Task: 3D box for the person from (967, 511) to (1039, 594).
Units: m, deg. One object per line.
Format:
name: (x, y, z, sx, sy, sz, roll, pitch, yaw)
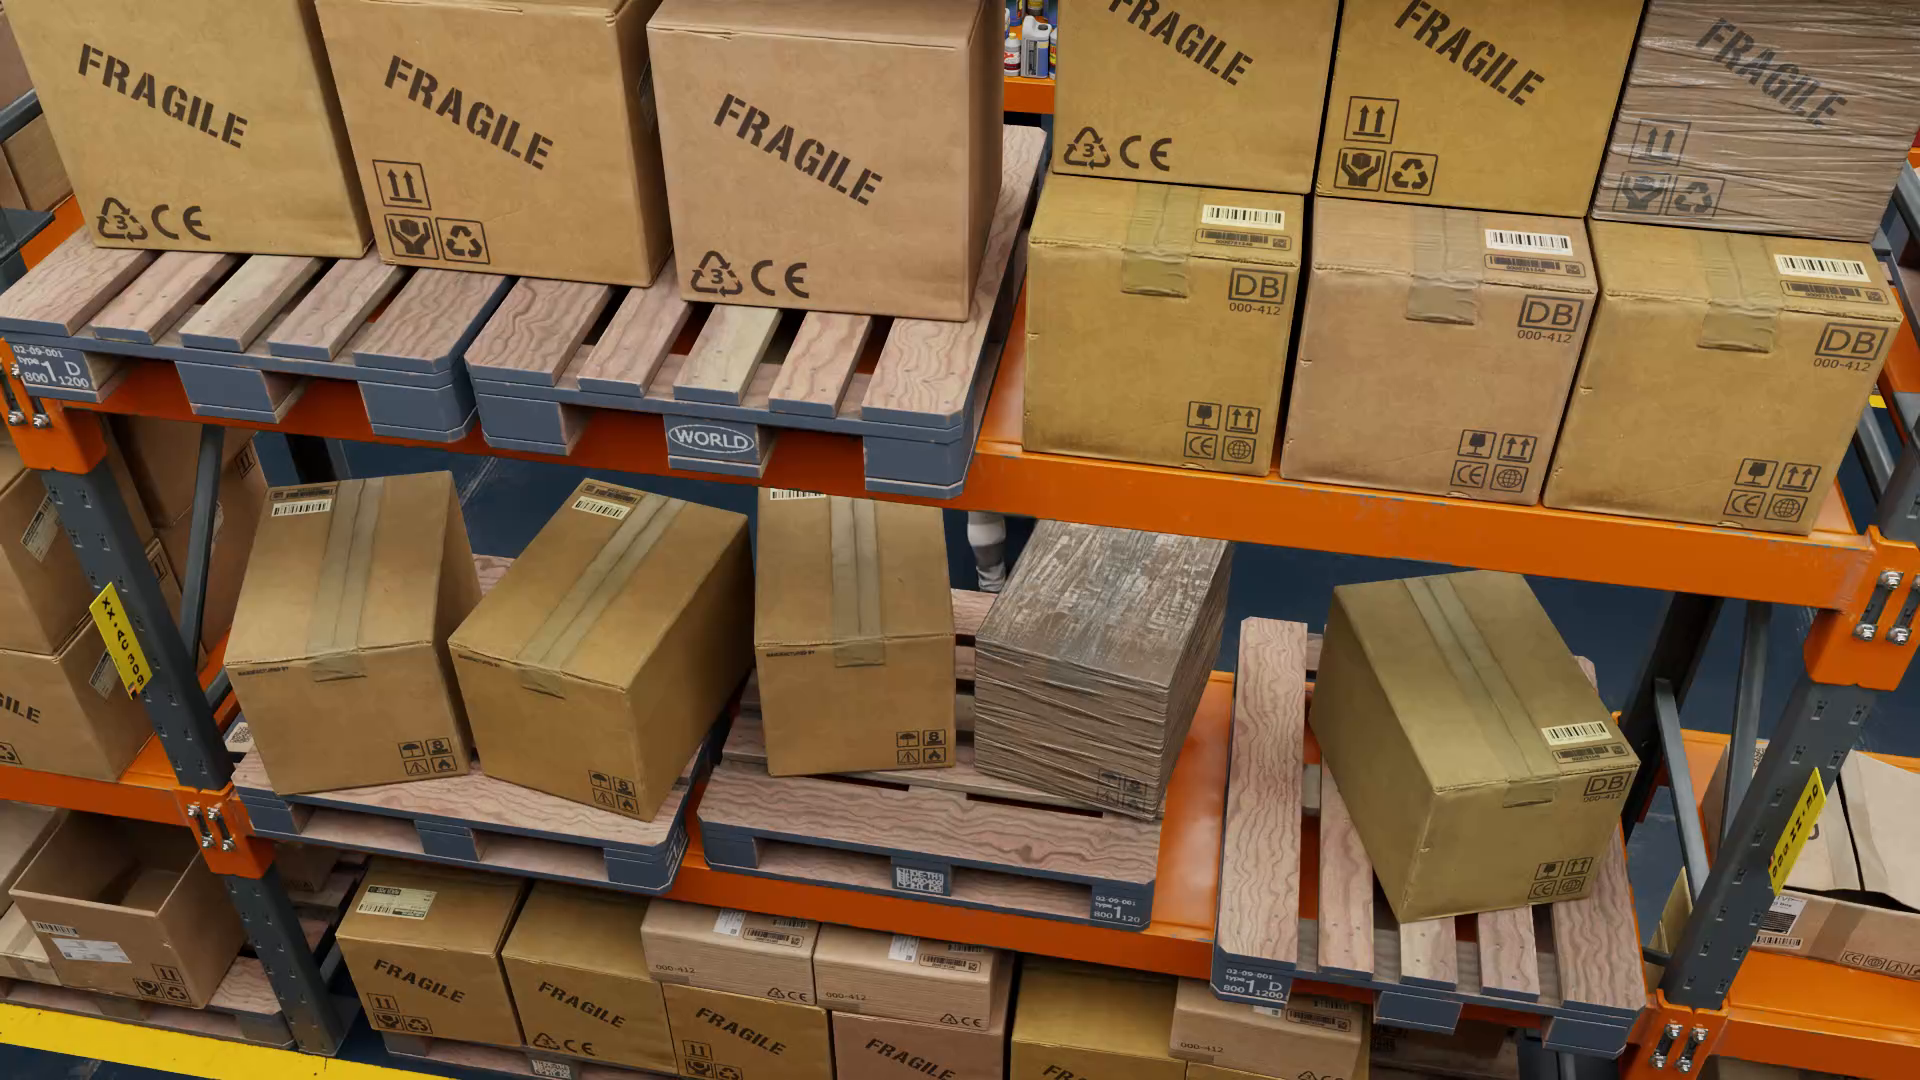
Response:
person: (0.262, -0.274, 7.041, 0.517, 1.039, 0.958, 5, 40, 6)
